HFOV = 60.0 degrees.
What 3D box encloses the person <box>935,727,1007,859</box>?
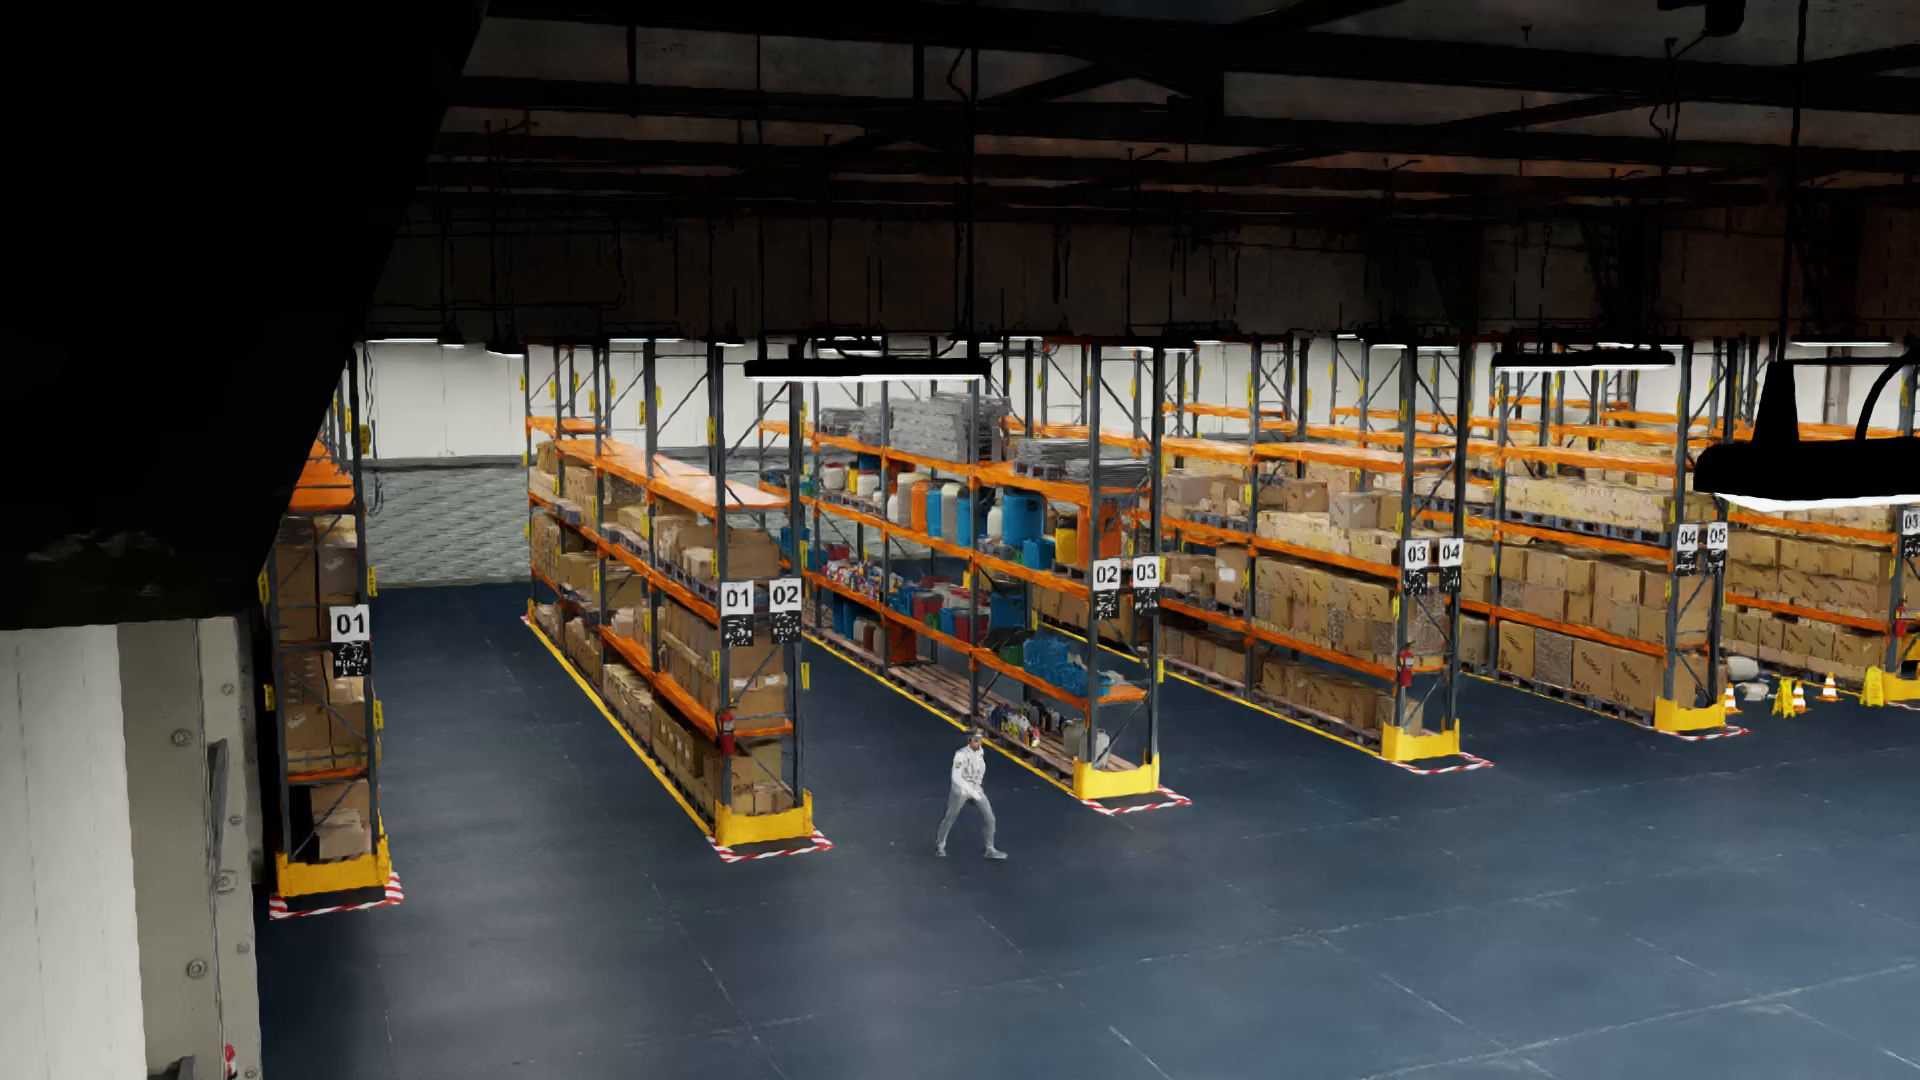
[{"bbox_3d":[0.082,2.942,19.505,0.638,1.607,0.813,-6,10,-39],"label":"person"}]
